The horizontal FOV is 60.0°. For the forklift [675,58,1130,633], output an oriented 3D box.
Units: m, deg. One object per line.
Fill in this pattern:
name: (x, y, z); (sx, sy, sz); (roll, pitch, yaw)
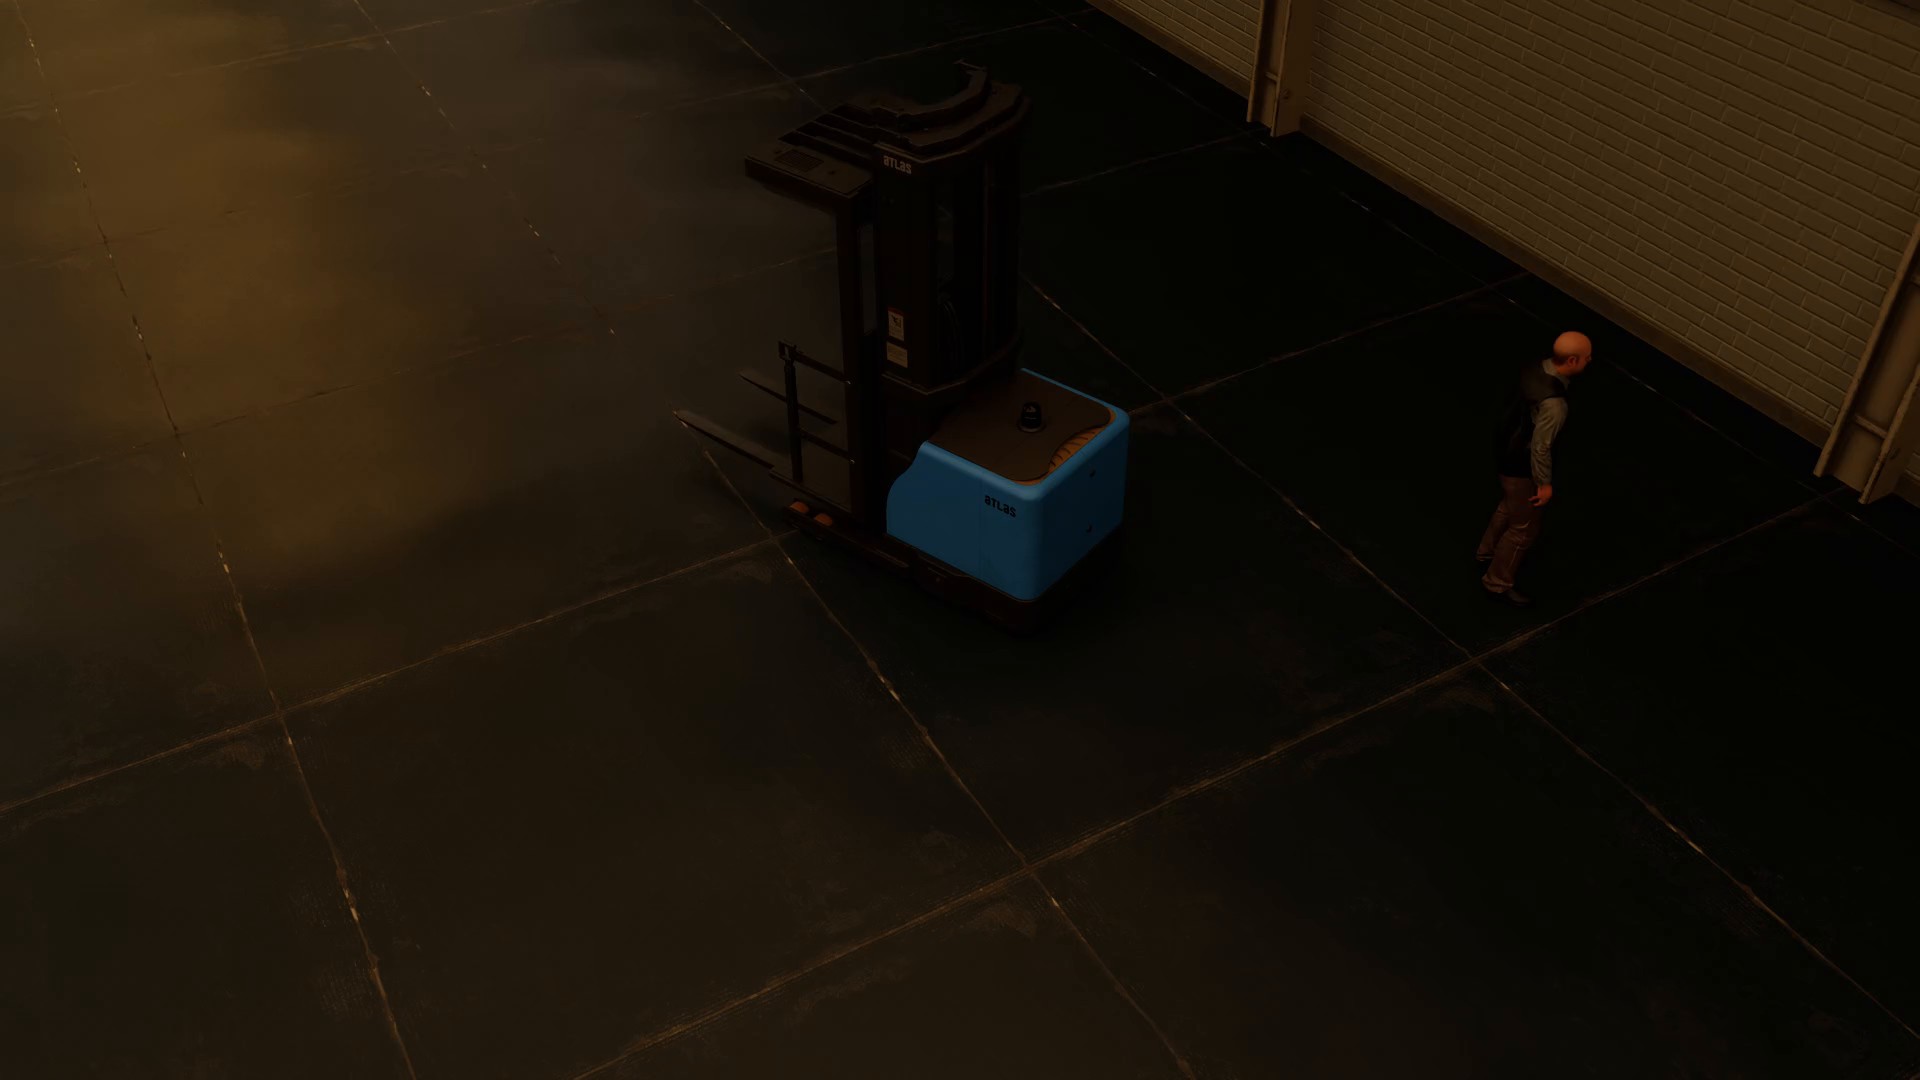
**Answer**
forklift: (-0.481, -1.366, 9.683); (3.031, 2.935, 1.130); (26, 46, 28)

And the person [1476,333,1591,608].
person: (3.239, -0.440, 9.515); (0.419, 1.721, 0.581); (5, 40, 6)
